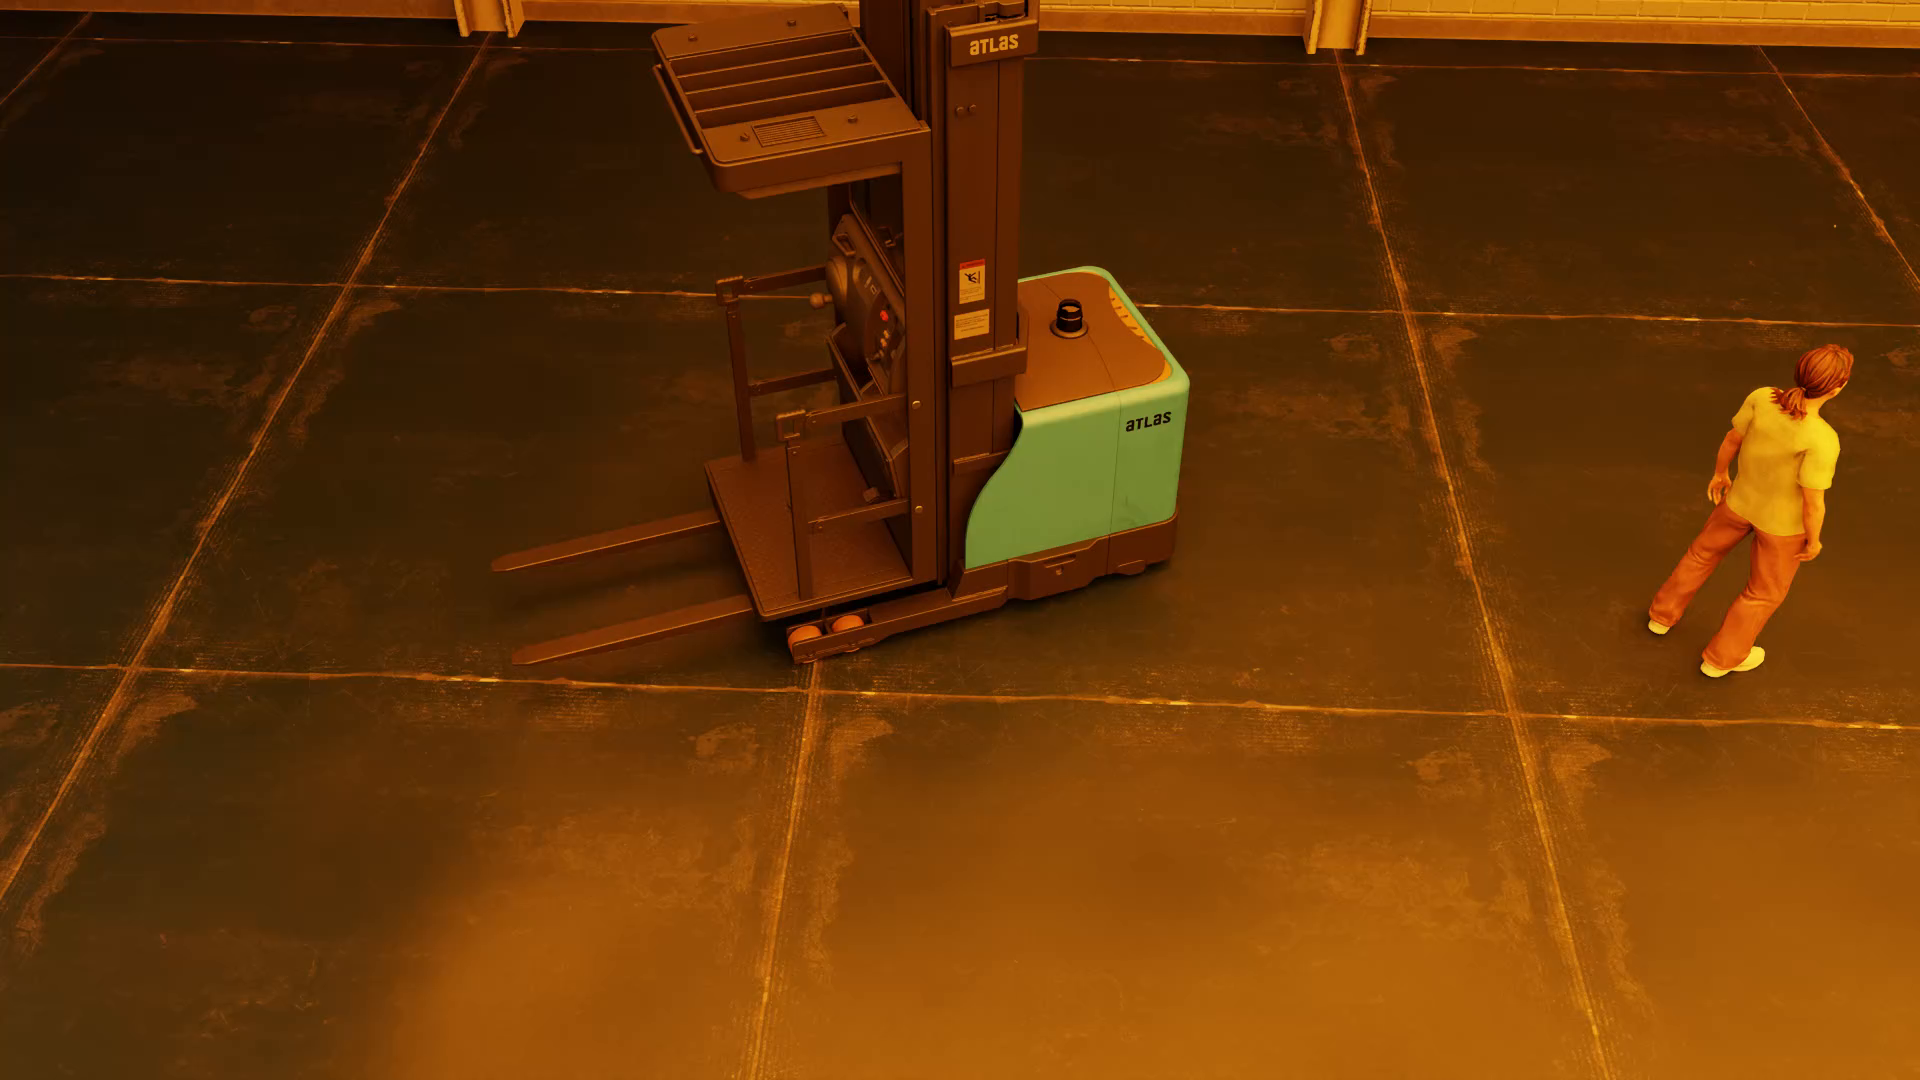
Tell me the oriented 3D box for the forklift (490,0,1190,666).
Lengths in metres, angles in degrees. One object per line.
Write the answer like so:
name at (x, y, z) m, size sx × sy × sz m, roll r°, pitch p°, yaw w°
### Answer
forklift at (-0.573, -0.945, 6.778) m, size 3.031 × 2.935 × 1.130 m, roll -13°, pitch 44°, yaw -14°

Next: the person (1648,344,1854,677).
person at (3.272, -0.134, 6.822) m, size 0.401 × 1.674 × 0.591 m, roll -23°, pitch 47°, yaw -23°
